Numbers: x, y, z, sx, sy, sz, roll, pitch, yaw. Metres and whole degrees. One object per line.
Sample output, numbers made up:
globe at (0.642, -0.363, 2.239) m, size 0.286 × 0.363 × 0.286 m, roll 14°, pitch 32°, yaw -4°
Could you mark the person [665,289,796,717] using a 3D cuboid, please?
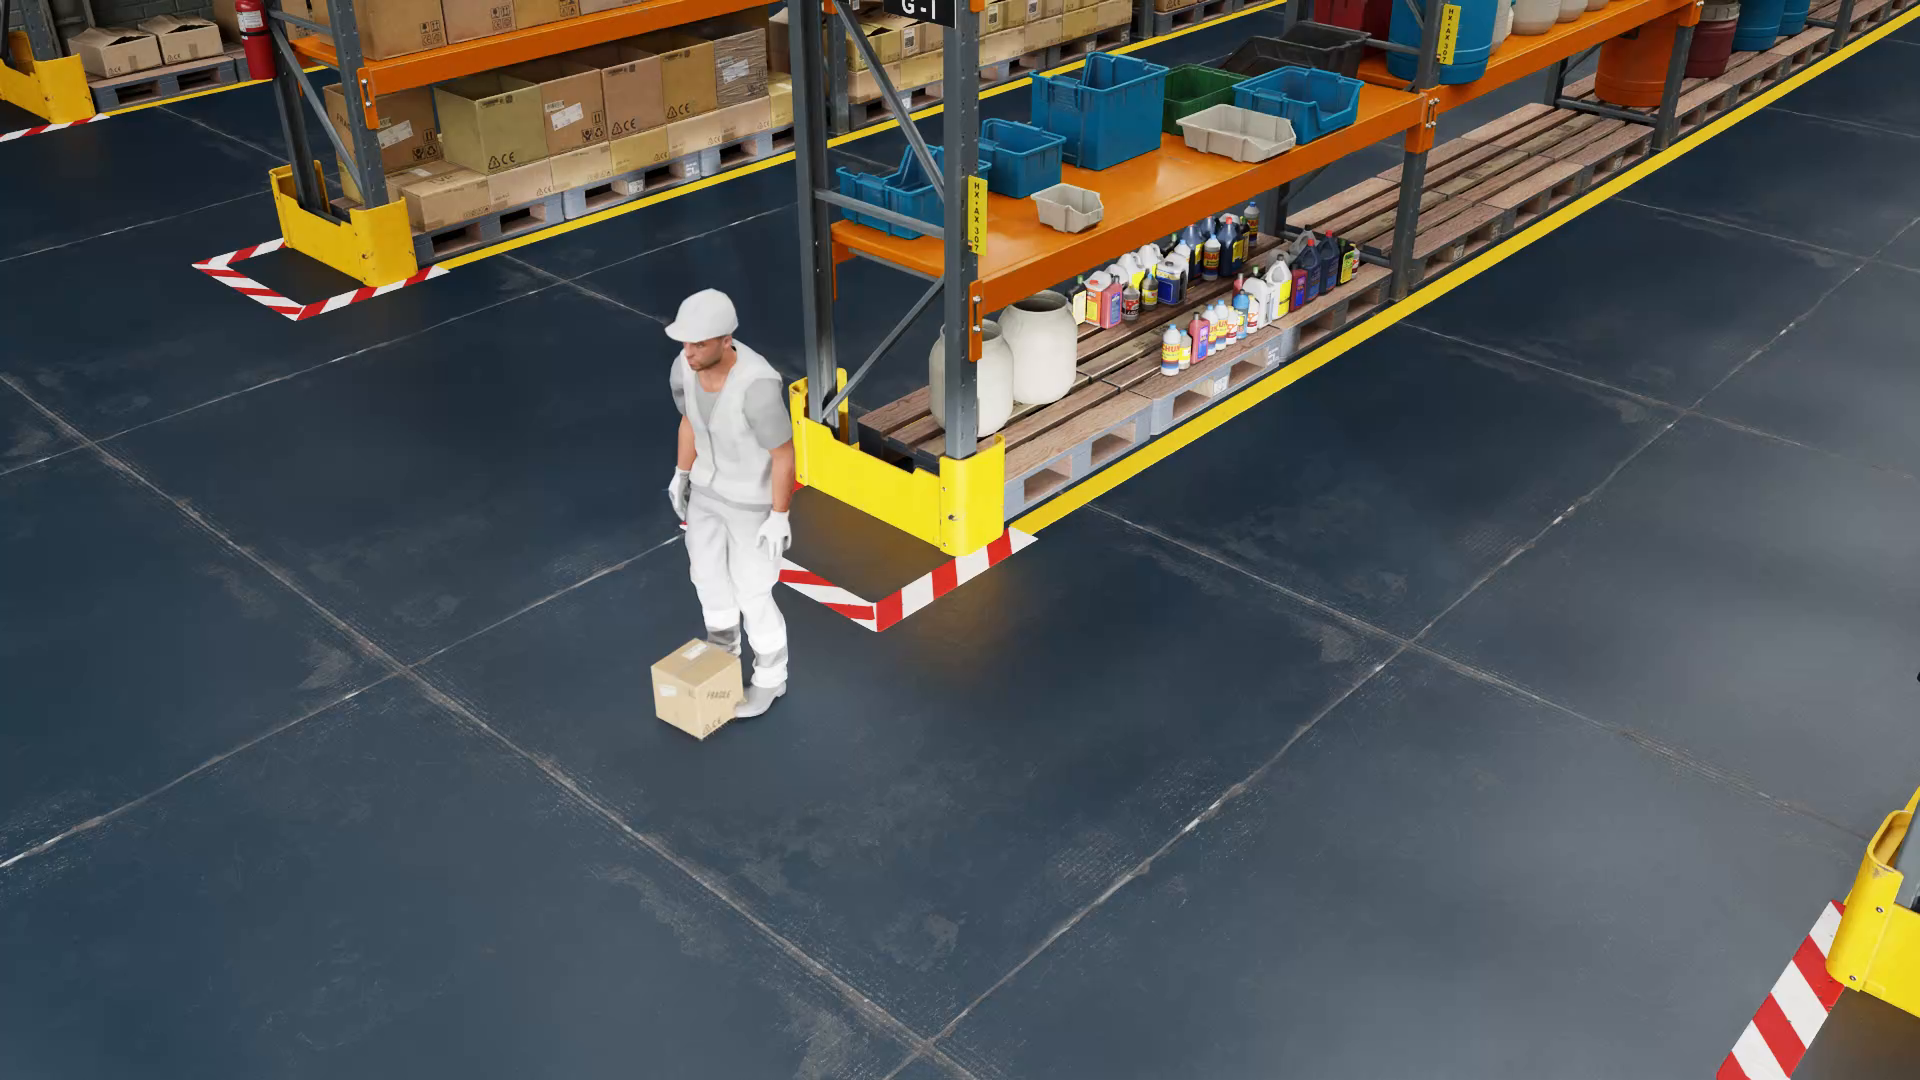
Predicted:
person at (-0.884, -0.147, 6.364) m, size 0.608 × 1.777 × 0.453 m, roll 23°, pitch 38°, yaw 33°
